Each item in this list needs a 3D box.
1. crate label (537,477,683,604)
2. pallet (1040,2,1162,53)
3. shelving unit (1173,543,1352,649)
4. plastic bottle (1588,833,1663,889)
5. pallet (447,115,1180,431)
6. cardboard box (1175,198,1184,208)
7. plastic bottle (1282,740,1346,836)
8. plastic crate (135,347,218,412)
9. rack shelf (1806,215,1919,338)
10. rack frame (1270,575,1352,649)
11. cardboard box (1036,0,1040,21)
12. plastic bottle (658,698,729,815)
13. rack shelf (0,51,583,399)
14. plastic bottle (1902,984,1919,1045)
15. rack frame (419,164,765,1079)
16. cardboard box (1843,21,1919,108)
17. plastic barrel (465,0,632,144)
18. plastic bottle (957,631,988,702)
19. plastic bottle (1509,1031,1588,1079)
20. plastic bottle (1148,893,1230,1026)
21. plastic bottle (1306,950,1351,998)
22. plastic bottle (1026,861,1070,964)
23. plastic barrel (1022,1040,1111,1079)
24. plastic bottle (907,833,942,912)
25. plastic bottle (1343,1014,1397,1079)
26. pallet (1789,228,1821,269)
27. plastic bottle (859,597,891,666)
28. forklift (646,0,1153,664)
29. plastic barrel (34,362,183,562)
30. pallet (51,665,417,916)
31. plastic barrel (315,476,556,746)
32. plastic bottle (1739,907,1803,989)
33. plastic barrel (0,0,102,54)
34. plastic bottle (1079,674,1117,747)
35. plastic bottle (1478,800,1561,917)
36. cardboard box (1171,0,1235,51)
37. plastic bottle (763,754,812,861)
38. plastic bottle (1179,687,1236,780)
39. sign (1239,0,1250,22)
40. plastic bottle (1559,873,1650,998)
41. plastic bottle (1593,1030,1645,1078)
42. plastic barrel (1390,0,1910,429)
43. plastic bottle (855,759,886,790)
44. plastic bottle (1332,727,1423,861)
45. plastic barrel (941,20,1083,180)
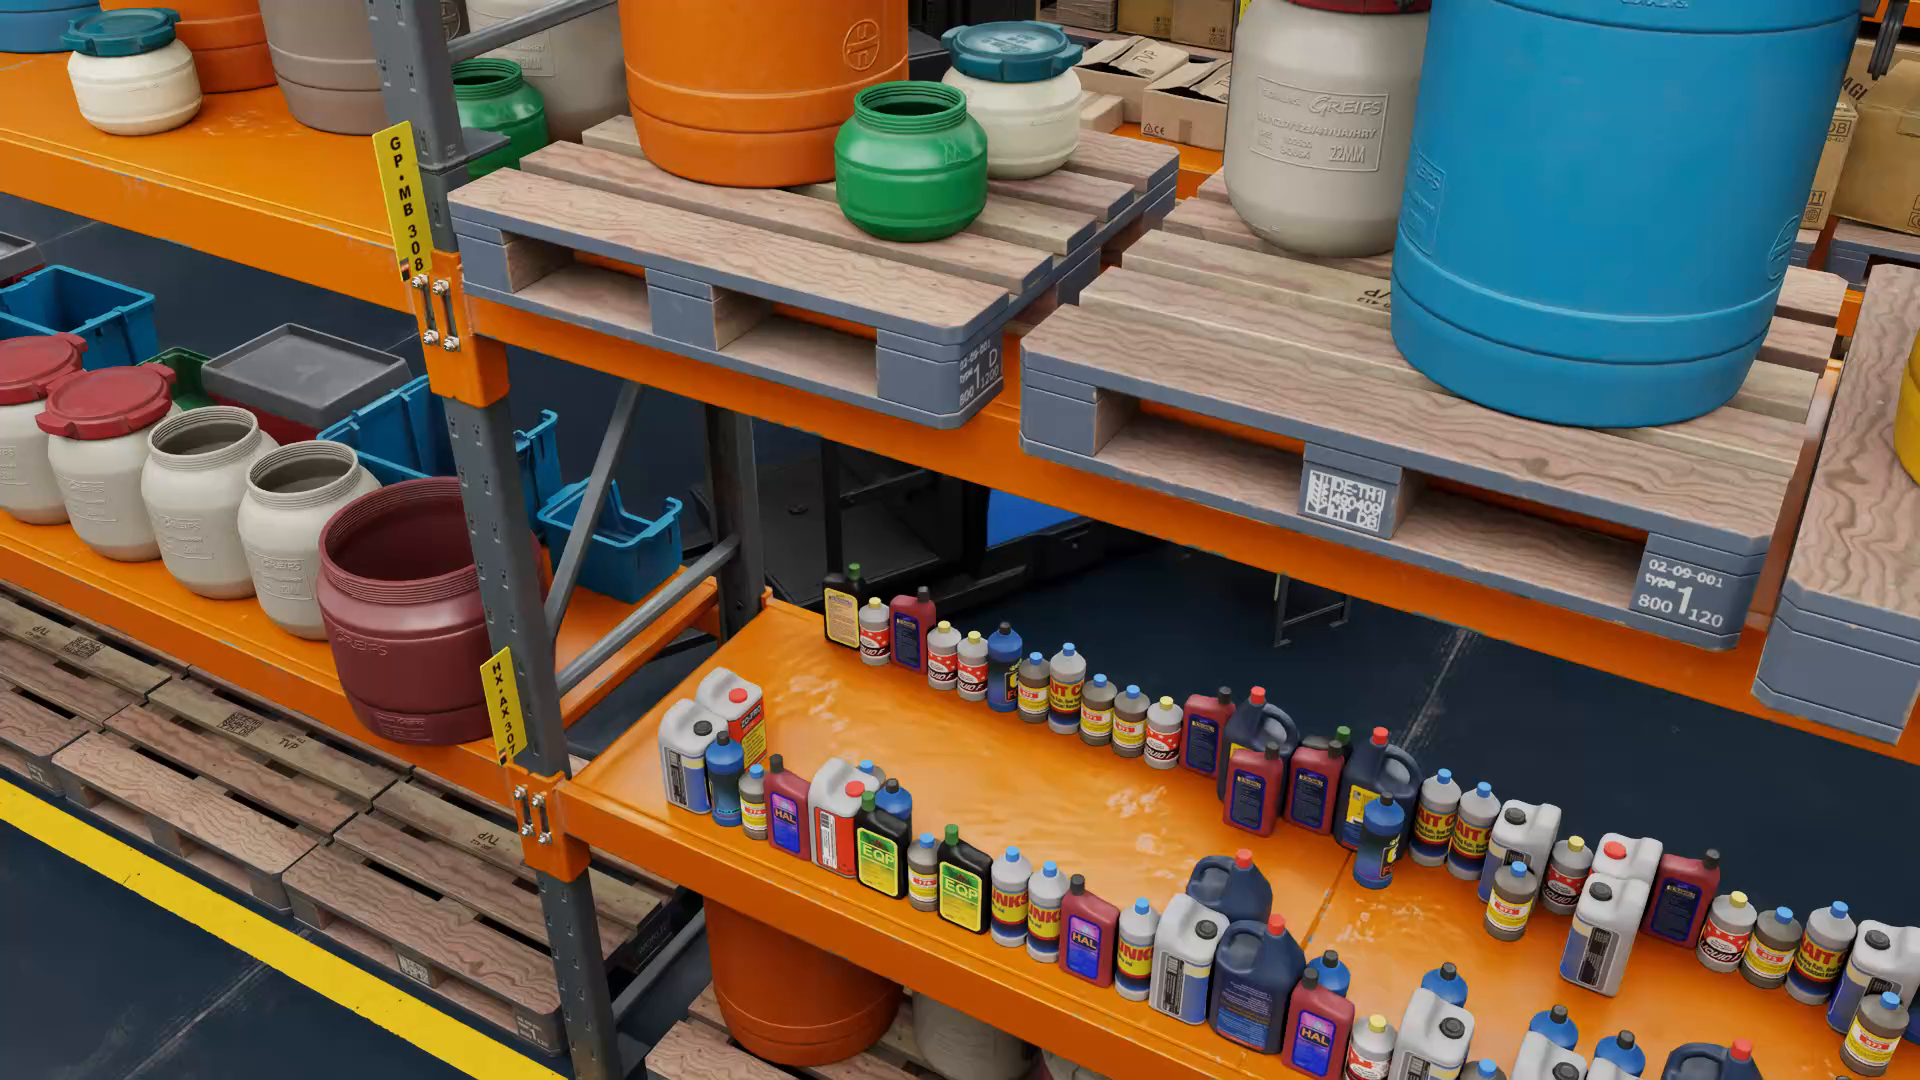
[{"bbox_3d":[-1.079,0.002,5.191,0.416,0.233,0.303,18,37,24],"label":"crate label"},{"bbox_3d":[1.221,-4.265,13.964,1.213,0.211,1.003,18,37,24],"label":"pallet"},{"bbox_3d":[1.329,-0.399,6.996,0.431,1.500,0.755,-16,37,-23],"label":"shelving unit"},{"bbox_3d":[1.557,0.815,3.931,0.135,0.276,0.152,18,37,24],"label":"plastic bottle"},{"bbox_3d":[-0.283,-0.684,3.534,1.213,0.211,1.003,18,37,24],"label":"pallet"},{"bbox_3d":[1.253,-1.703,9.197,0.500,0.311,0.500,19,38,26],"label":"cardboard box"},{"bbox_3d":[0.902,0.615,4.226,0.133,0.283,0.061,18,37,24],"label":"plastic bottle"},{"bbox_3d":[-2.720,-0.440,5.895,0.662,0.188,0.450,18,37,24],"label":"plastic crate"},{"bbox_3d":[3.299,-1.304,7.651,4.000,0.370,1.077,18,37,24],"label":"rack shelf"},{"bbox_3d":[1.501,-0.220,6.728,0.400,1.500,0.023,-16,37,-23],"label":"rack frame"},{"bbox_3d":[0.097,-2.649,8.931,0.500,0.500,0.500,16,37,22],"label":"cardboard box"},{"bbox_3d":[-0.684,0.555,4.322,0.135,0.276,0.152,18,37,24],"label":"plastic bottle"},{"bbox_3d":[-2.635,-1.270,4.894,4.000,0.370,1.077,18,37,24],"label":"rack shelf"},{"bbox_3d":[2.158,0.990,3.673,0.097,0.271,0.097,0,34,0],"label":"plastic bottle"},{"bbox_3d":[-0.899,0.229,4.700,0.127,3.000,1.000,18,37,24],"label":"rack frame"},{"bbox_3d":[6.088,-3.078,11.226,0.750,0.750,0.750,19,38,26],"label":"cardboard box"},{"bbox_3d":[-1.017,-1.299,4.187,0.421,0.512,0.421,0,34,0],"label":"plastic barrel"},{"bbox_3d":[0.040,0.348,4.700,0.097,0.201,0.097,0,34,0],"label":"plastic bottle"},{"bbox_3d":[1.200,1.152,3.426,0.135,0.276,0.152,18,37,24],"label":"plastic bottle"},{"bbox_3d":[0.520,0.936,3.749,0.135,0.276,0.152,18,37,24],"label":"plastic bottle"},{"bbox_3d":[0.798,1.005,3.651,0.097,0.271,0.097,0,34,0],"label":"plastic bottle"},{"bbox_3d":[0.206,0.856,3.874,0.097,0.271,0.097,0,34,0],"label":"plastic bottle"},{"bbox_3d":[0.515,1.495,4.596,0.708,0.588,0.600,18,37,24],"label":"plastic barrel"},{"bbox_3d":[-0.079,0.795,4.029,0.097,0.201,0.097,0,34,0],"label":"plastic bottle"},{"bbox_3d":[0.884,1.100,3.571,0.097,0.201,0.097,0,34,0],"label":"plastic bottle"},{"bbox_3d":[3.253,-1.541,7.531,1.213,0.211,1.003,18,37,24],"label":"pallet"},{"bbox_3d":[-0.245,0.258,4.835,0.097,0.201,0.097,0,34,0],"label":"plastic bottle"},{"bbox_3d":[-0.535,-1.043,6.671,3.031,2.935,1.130,-18,38,-25],"label":"forklift"},{"bbox_3d":[-2.637,-0.238,5.279,0.433,0.535,0.433,0,34,0],"label":"plastic barrel"},{"bbox_3d":[-2.607,0.822,6.326,1.213,0.211,1.003,18,37,24],"label":"pallet"},{"bbox_3d":[-1.452,0.190,4.635,0.708,0.536,0.600,18,37,24],"label":"plastic barrel"},{"bbox_3d":[1.872,0.929,3.829,0.097,0.201,0.097,0,34,0],"label":"plastic bottle"},{"bbox_3d":[-2.687,-1.933,4.788,0.708,0.901,0.600,18,37,24],"label":"plastic barrel"},{"bbox_3d":[0.378,0.455,4.539,0.097,0.201,0.097,0,34,0],"label":"plastic bottle"},{"bbox_3d":[1.356,0.752,4.027,0.135,0.276,0.152,18,37,24],"label":"plastic bottle"},{"bbox_3d":[2.088,-4.309,13.373,0.500,0.500,0.700,18,38,25],"label":"cardboard box"},{"bbox_3d":[-0.421,0.664,4.151,0.133,0.283,0.061,18,37,24],"label":"plastic bottle"},{"bbox_3d":[0.656,0.498,4.402,0.133,0.283,0.061,18,37,24],"label":"plastic bottle"},{"bbox_3d":[1.290,-2.368,7.555,0.005,0.325,0.100,18,37,24],"label":"sign"},{"bbox_3d":[1.482,0.888,3.821,0.135,0.276,0.152,18,37,24],"label":"plastic bottle"},{"bbox_3d":[1.362,1.125,3.470,0.097,0.271,0.097,0,34,0],"label":"plastic bottle"},{"bbox_3d":[1.016,-0.699,2.556,0.708,0.901,0.600,18,37,24],"label":"plastic barrel"},{"bbox_3d":[-0.236,0.648,4.249,0.097,0.201,0.097,0,34,0],"label":"plastic bottle"},{"bbox_3d":[1.050,0.621,4.156,0.185,0.351,0.144,18,37,24],"label":"plastic bottle"},{"bbox_3d":[0.105,-0.913,3.454,0.301,0.262,0.301,0,34,0],"label":"plastic barrel"}]
